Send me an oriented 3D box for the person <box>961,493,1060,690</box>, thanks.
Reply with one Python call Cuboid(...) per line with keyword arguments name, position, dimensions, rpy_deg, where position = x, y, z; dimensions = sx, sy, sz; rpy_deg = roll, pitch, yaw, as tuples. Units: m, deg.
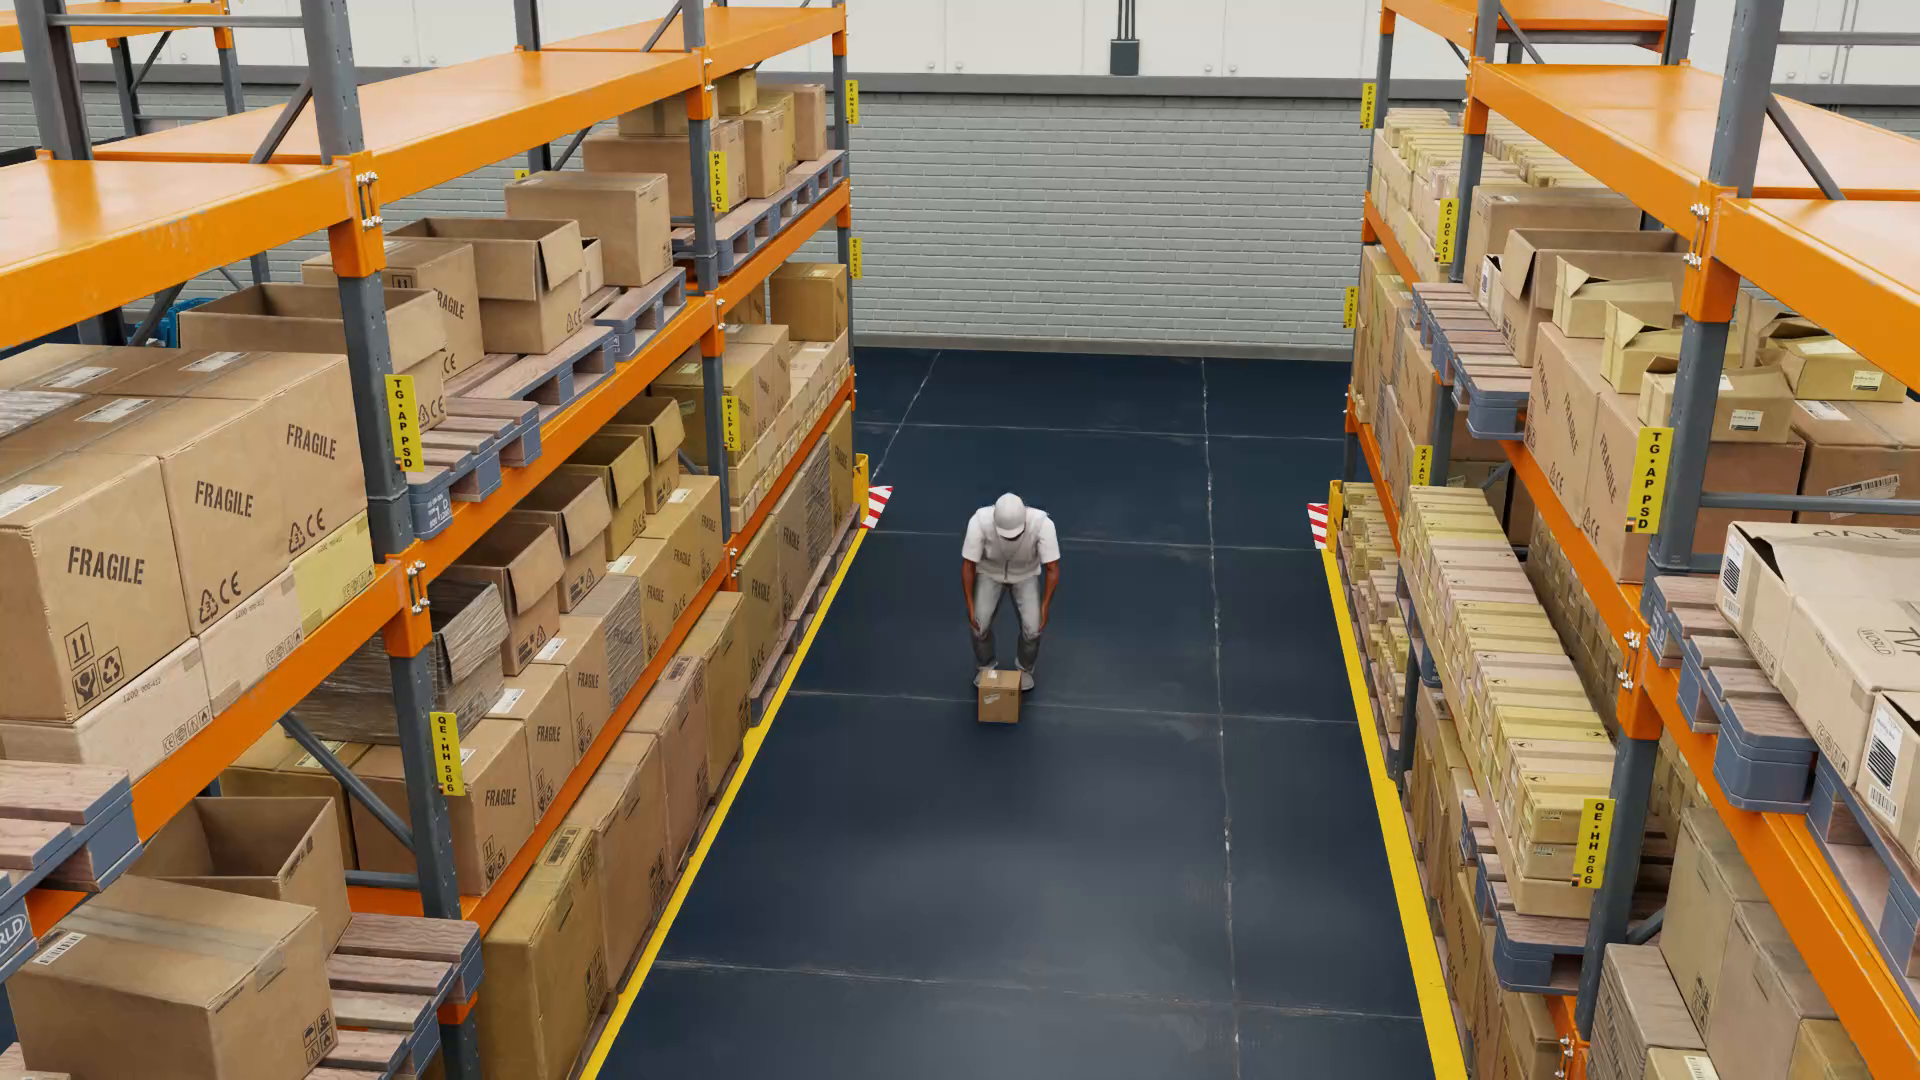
Cuboid(name="person", position=(0.334, 0.299, 10.744), dimensions=(0.631, 1.429, 0.747), rpy_deg=(3, 21, 7))
